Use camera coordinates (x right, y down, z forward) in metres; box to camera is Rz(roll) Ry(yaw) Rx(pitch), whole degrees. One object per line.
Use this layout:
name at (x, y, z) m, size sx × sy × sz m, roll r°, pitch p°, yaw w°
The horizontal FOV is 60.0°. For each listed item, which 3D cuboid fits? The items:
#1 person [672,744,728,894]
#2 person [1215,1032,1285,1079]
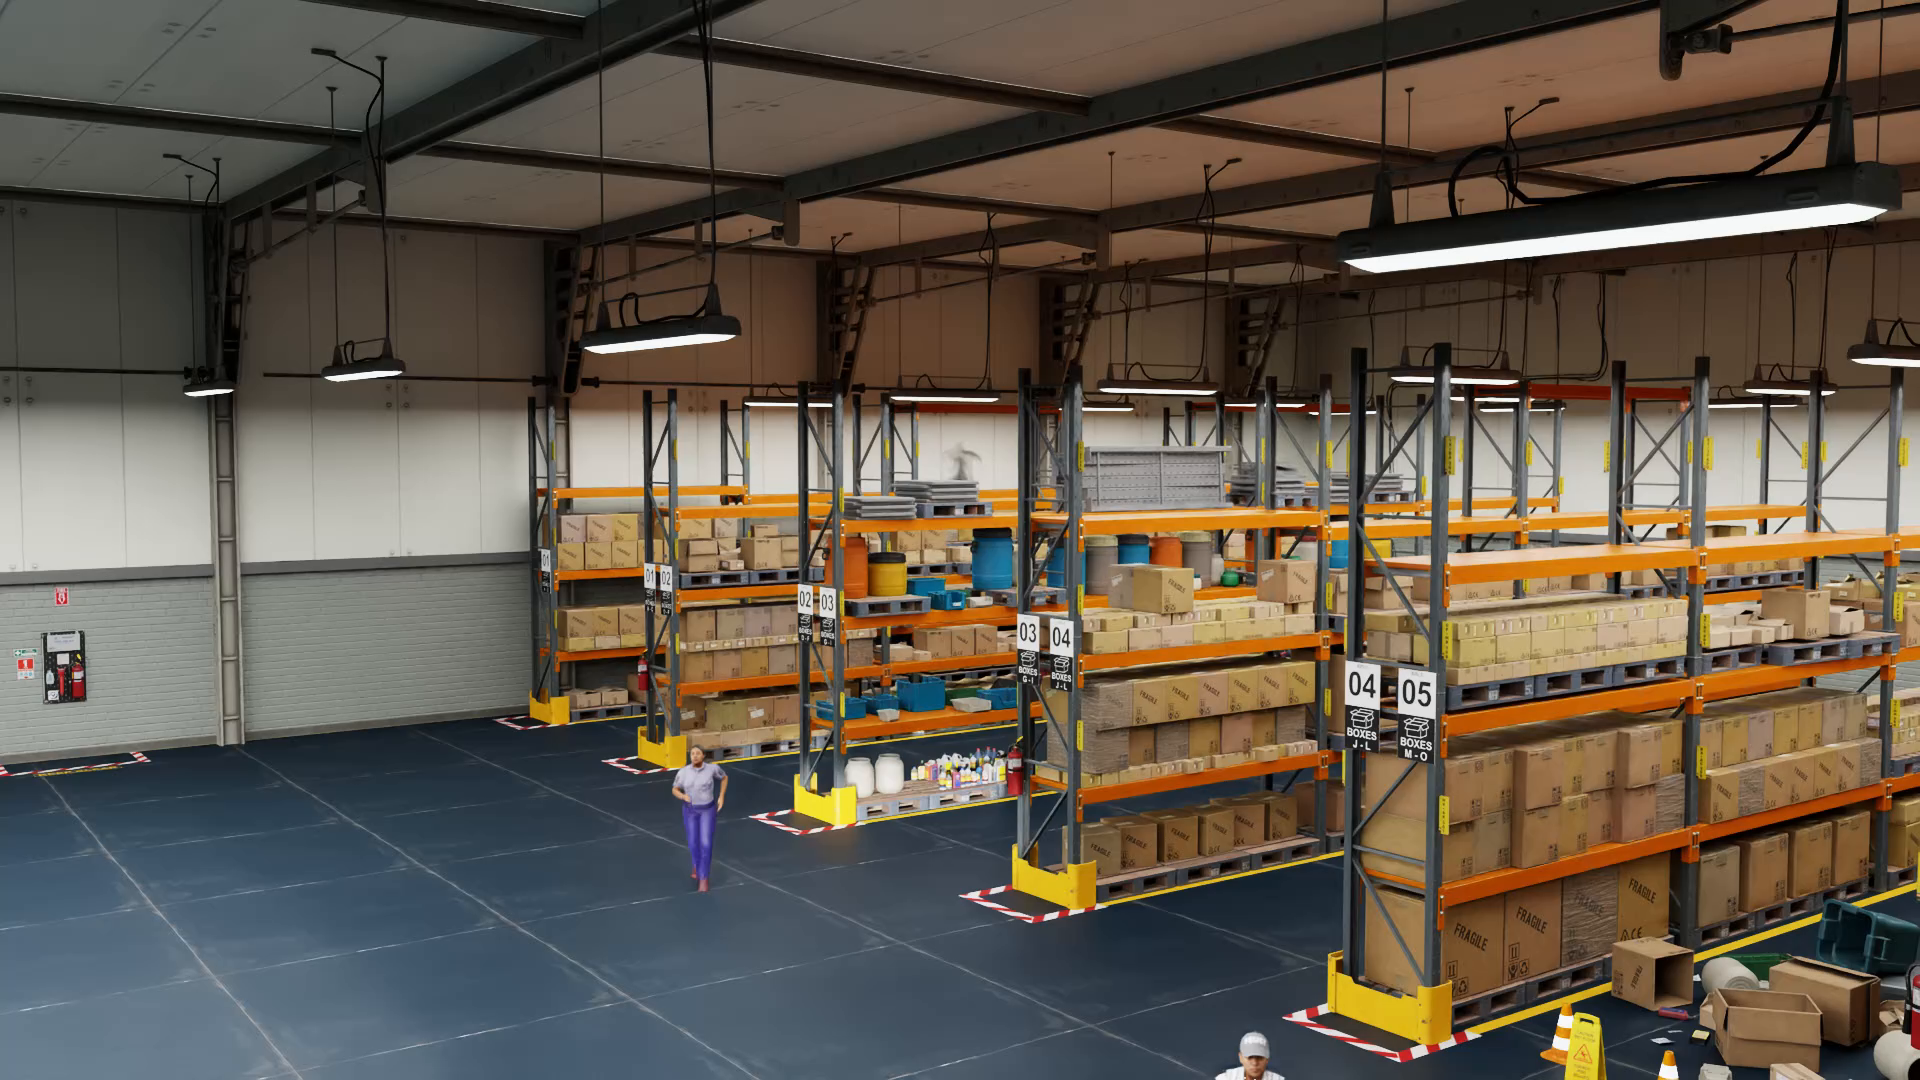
person at (-3.032, 3.214, 19.355) m, size 0.608 × 1.701 × 0.759 m, roll 0°, pitch 3°, yaw 2°
person at (1.740, 3.738, 9.885) m, size 0.613 × 1.644 × 0.929 m, roll 0°, pitch 3°, yaw 5°
